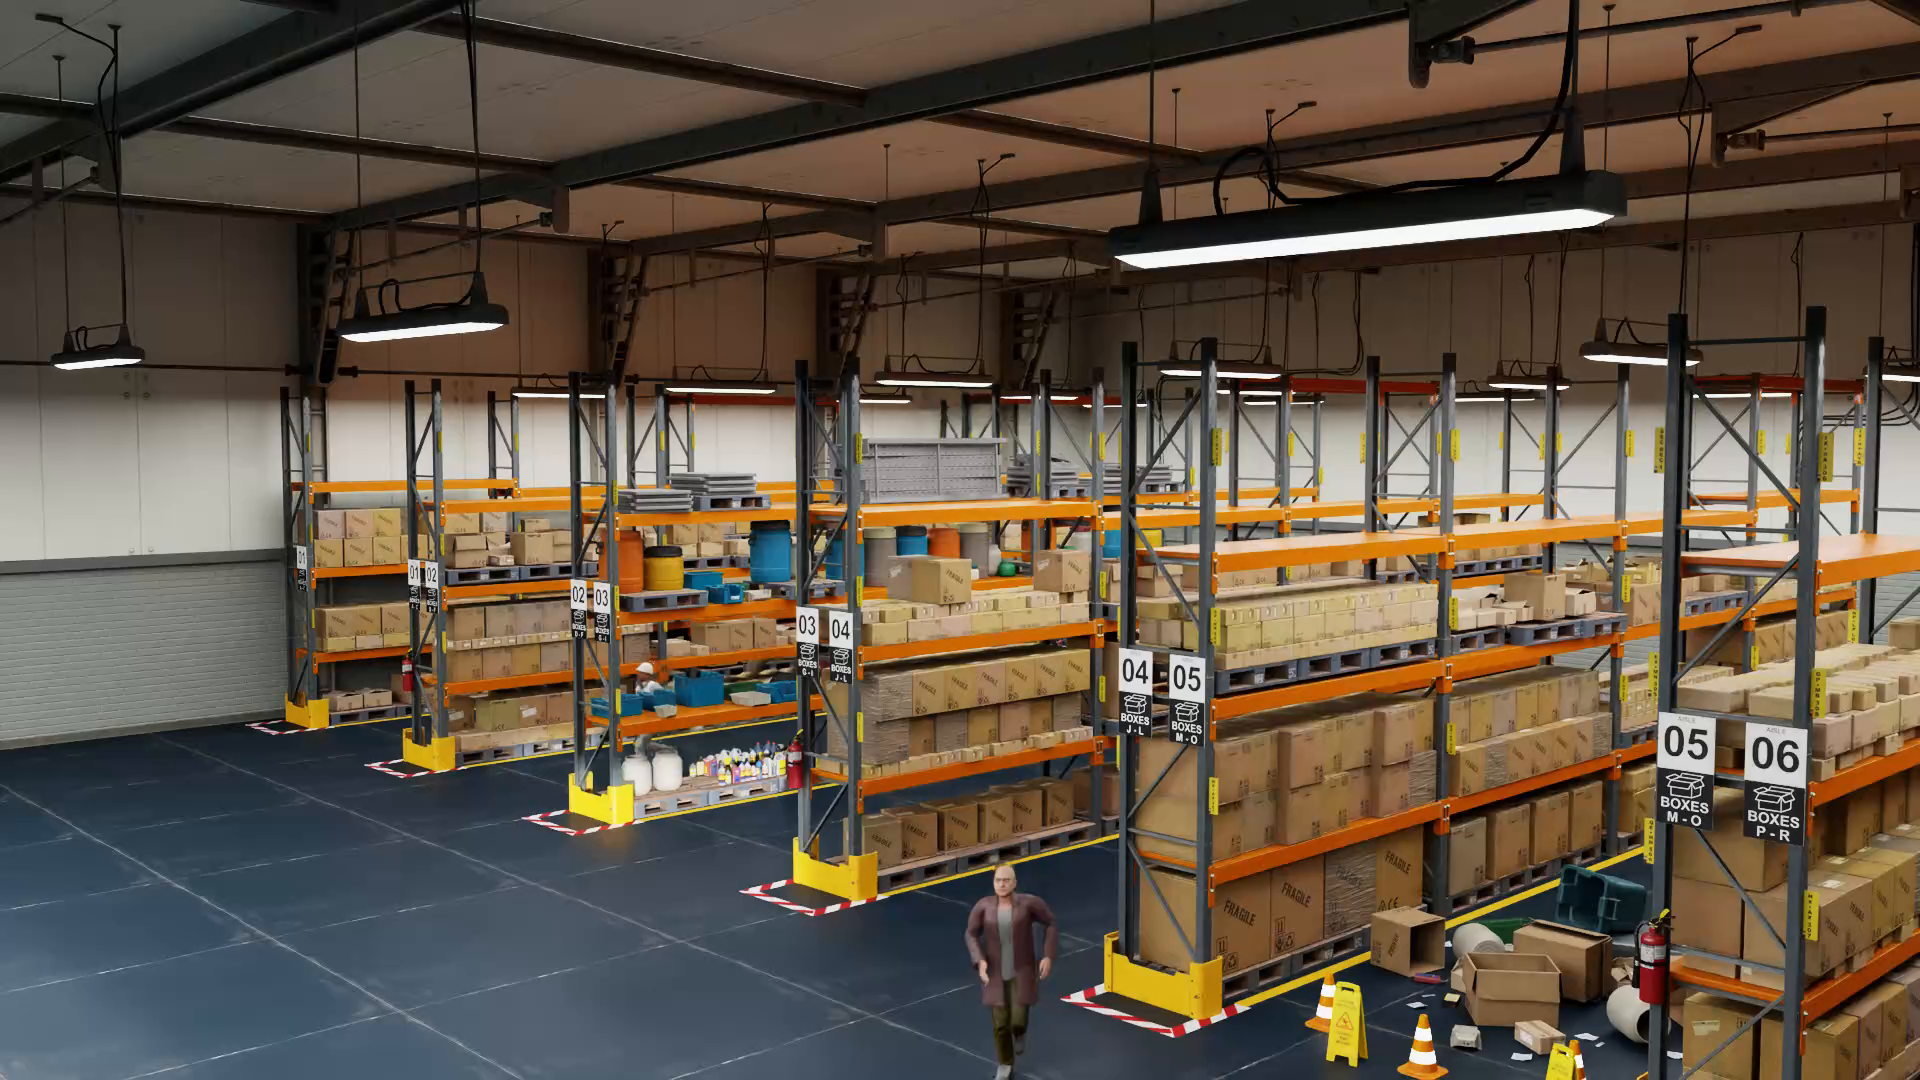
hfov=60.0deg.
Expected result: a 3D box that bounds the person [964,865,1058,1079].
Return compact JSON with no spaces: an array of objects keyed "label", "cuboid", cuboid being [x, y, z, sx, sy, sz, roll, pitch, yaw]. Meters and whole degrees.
[{"label":"person","cuboid":[0.397,3.457,13.282,0.734,1.743,0.704,1,4,10]}]

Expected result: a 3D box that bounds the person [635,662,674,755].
[{"label":"person","cuboid":[-4.639,2.705,24.936,0.907,1.766,0.674,-3,5,-44]}]

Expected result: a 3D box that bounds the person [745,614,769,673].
[{"label":"person","cuboid":[-3.944,2.274,32.474,0.704,1.685,0.702,-3,5,-40]}]
